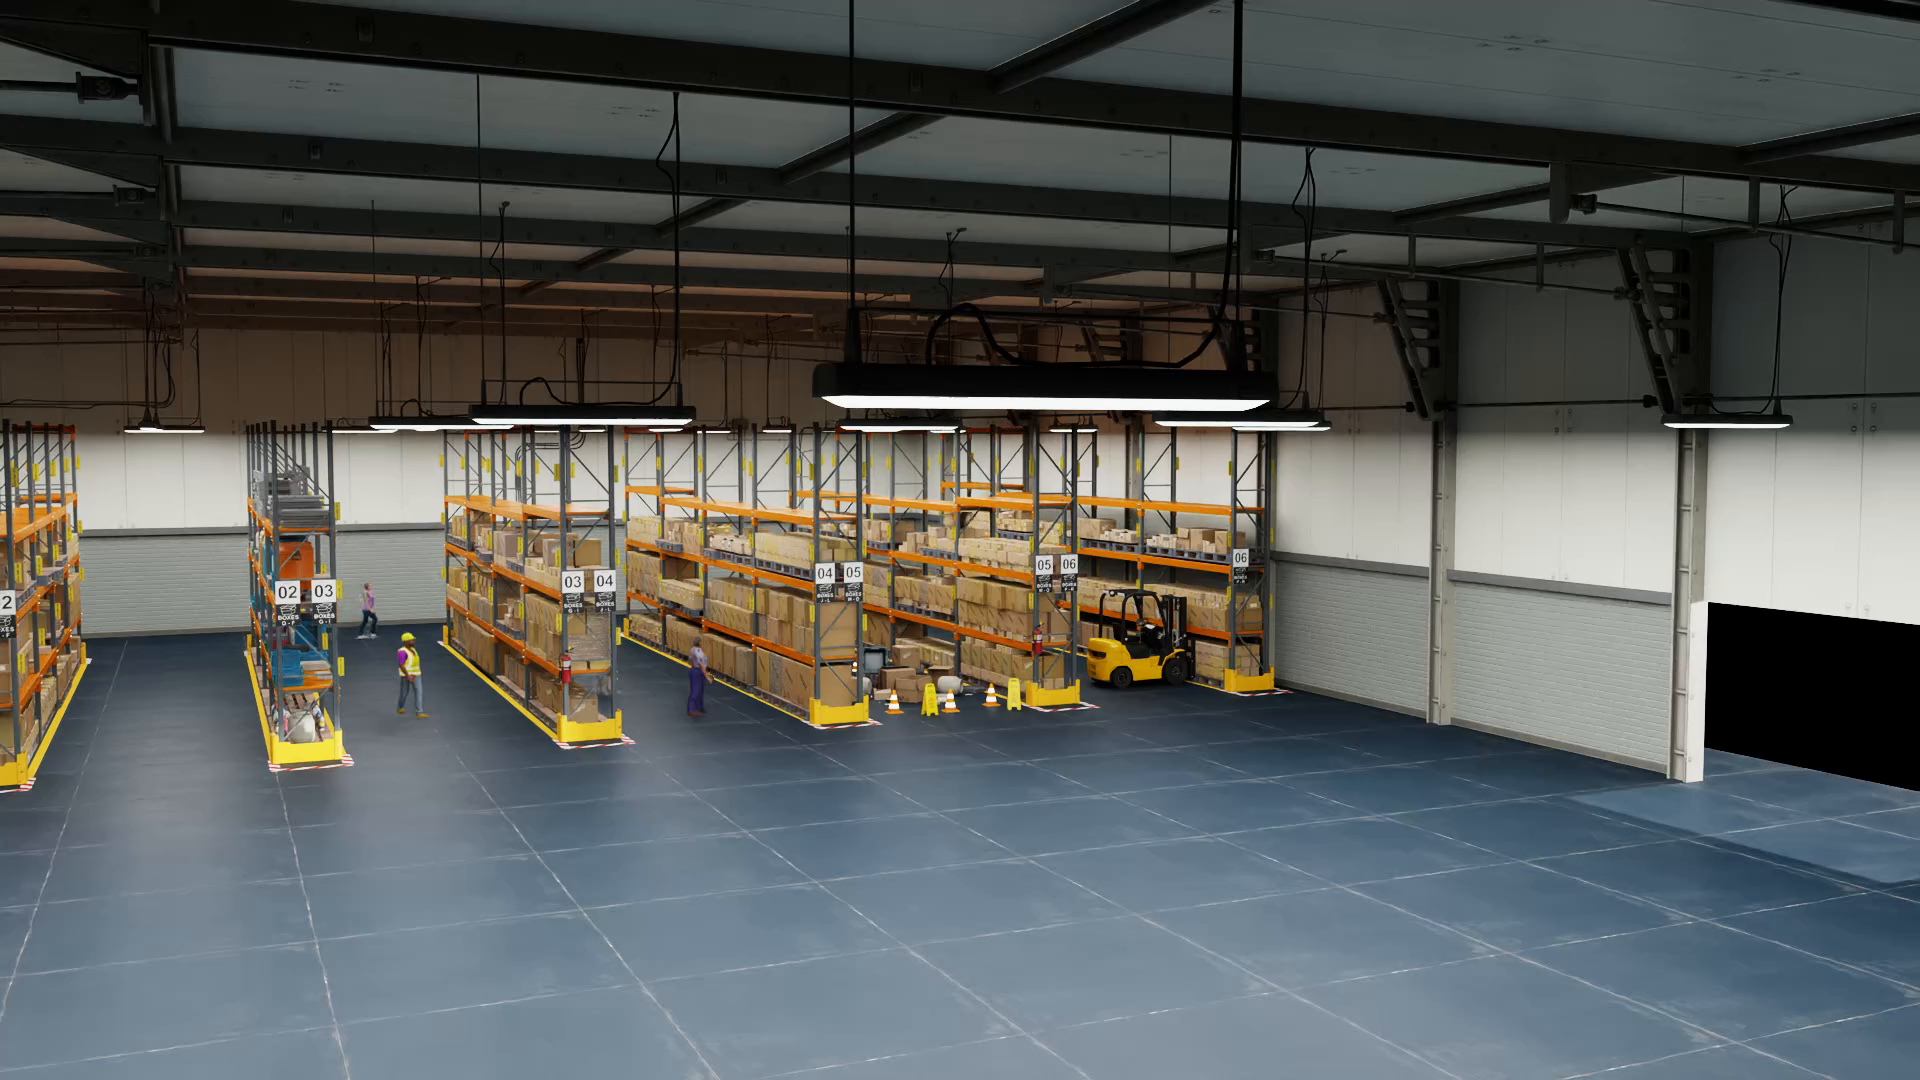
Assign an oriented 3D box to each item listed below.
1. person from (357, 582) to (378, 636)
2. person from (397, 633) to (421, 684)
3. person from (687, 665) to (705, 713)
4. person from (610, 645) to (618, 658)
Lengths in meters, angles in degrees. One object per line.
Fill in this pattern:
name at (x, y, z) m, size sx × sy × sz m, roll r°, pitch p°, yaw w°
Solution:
person at (-16.709, 1.938, 46.856) m, size 0.545 × 1.502 × 0.522 m, roll -1°, pitch 4°, yaw -16°
person at (-11.169, 2.430, 33.707) m, size 0.491 × 1.073 × 0.687 m, roll -3°, pitch 4°, yaw -37°
person at (-5.418, 3.040, 34.122) m, size 0.414 × 0.954 × 0.543 m, roll -1°, pitch 4°, yaw -13°
person at (-7.739, 2.256, 36.775) m, size 0.450 × 0.972 × 0.519 m, roll 1°, pitch 4°, yaw 15°
